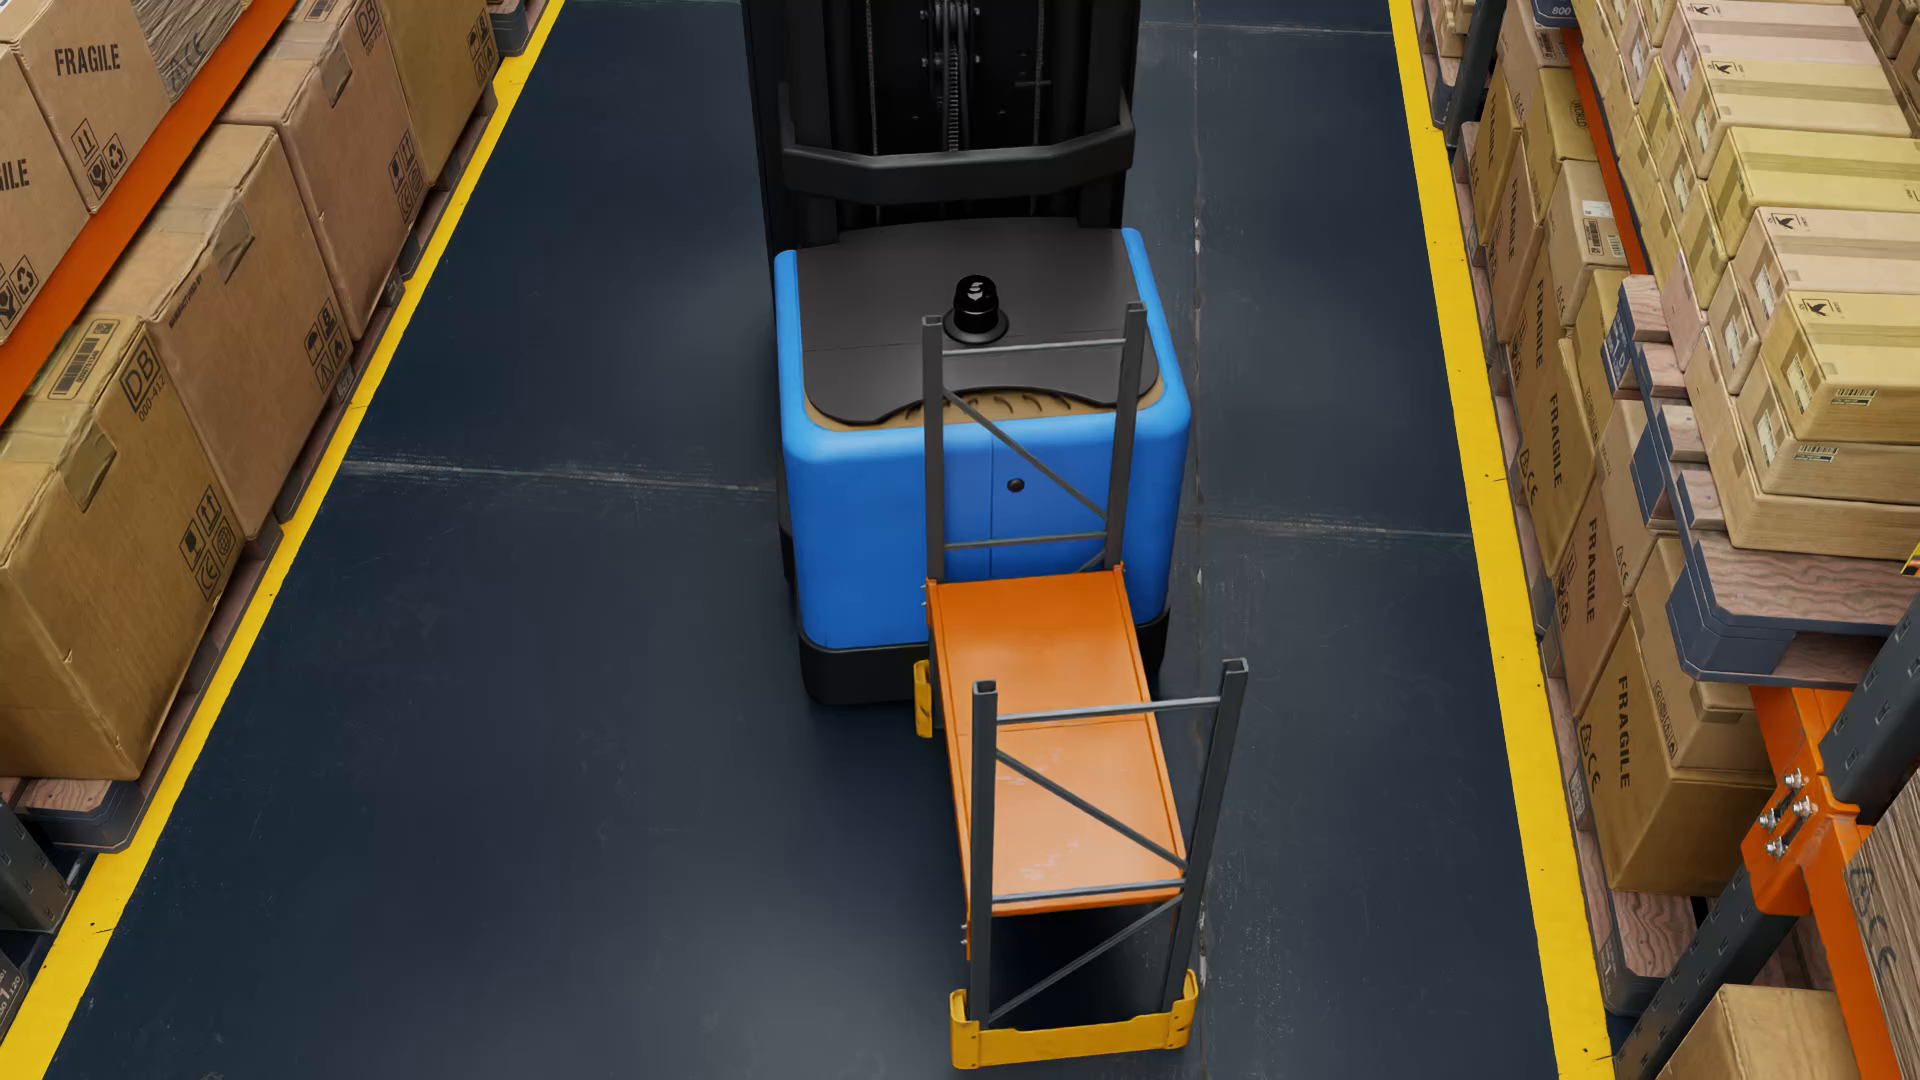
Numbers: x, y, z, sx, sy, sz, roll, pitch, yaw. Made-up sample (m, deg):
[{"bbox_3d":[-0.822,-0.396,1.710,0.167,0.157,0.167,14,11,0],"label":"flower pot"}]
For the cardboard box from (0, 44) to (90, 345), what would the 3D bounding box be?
[{"bbox_3d":[-2.477,-0.817,3.897,0.500,0.500,0.500,3,48,2],"label":"cardboard box"}]

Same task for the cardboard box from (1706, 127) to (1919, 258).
[{"bbox_3d":[1.730,-0.683,3.325,0.380,0.149,0.250,5,48,5],"label":"cardboard box"}]

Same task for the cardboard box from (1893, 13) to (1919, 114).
[{"bbox_3d":[2.453,-1.103,3.910,0.380,0.149,0.250,3,48,3],"label":"cardboard box"}]

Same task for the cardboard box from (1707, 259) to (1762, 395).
[{"bbox_3d":[1.707,-0.405,3.272,0.380,0.149,0.250,5,48,5],"label":"cardboard box"}]

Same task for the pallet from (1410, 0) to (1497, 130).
[{"bbox_3d":[2.483,-2.152,7.075,1.003,0.211,1.213,4,48,4],"label":"pallet"}]

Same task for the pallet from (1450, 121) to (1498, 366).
[{"bbox_3d":[2.388,-1.084,6.098,1.003,0.211,1.213,4,48,4],"label":"pallet"}]

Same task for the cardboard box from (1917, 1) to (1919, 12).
[{"bbox_3d":[2.446,-1.208,3.805,0.380,0.149,0.250,5,48,5],"label":"cardboard box"}]

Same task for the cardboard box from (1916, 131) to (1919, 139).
[{"bbox_3d":[2.428,-0.820,3.853,0.380,0.149,0.250,5,48,5],"label":"cardboard box"}]

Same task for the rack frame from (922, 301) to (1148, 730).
[{"bbox_3d":[0.166,0.005,4.229,0.500,1.500,0.032,-4,48,-4],"label":"rack frame"}]

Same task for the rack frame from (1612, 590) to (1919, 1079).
[{"bbox_3d":[2.093,0.342,2.904,1.000,3.000,0.127,4,48,4],"label":"rack frame"}]

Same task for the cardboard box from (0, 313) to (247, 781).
[{"bbox_3d":[-2.754,0.004,4.369,1.225,0.875,0.875,2,48,2],"label":"cardboard box"}]

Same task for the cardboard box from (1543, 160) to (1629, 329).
[{"bbox_3d":[2.030,-0.857,4.902,0.500,0.250,0.500,6,48,5],"label":"cardboard box"}]

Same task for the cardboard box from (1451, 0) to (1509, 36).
[{"bbox_3d":[2.170,-2.130,6.611,0.380,0.149,0.250,5,48,4],"label":"cardboard box"}]

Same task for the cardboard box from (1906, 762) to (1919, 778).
[{"bbox_3d":[2.397,0.301,3.844,0.500,0.250,0.500,2,48,2],"label":"cardboard box"}]

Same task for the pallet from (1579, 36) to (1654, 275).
[{"bbox_3d":[2.233,-1.051,4.308,1.003,0.211,1.213,4,48,4],"label":"pallet"}]

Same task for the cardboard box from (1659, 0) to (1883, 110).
[{"bbox_3d":[1.779,-1.057,3.666,0.380,0.149,0.250,4,48,4],"label":"cardboard box"}]

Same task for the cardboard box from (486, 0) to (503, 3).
[{"bbox_3d":[-2.333,-2.909,7.033,0.875,0.875,0.875,4,48,4],"label":"cardboard box"}]

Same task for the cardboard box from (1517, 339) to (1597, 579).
[{"bbox_3d":[1.976,-0.228,4.835,0.500,0.500,0.500,2,48,2],"label":"cardboard box"}]

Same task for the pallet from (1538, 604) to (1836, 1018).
[{"bbox_3d":[2.166,0.709,4.458,1.003,0.211,1.213,4,48,4],"label":"pallet"}]

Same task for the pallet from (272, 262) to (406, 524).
[{"bbox_3d":[-2.576,-0.593,5.649,1.003,0.211,1.213,4,48,4],"label":"pallet"}]

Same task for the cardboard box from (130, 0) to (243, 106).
[{"bbox_3d":[-2.386,-1.561,4.578,0.500,0.500,0.500,4,48,4],"label":"cardboard box"}]

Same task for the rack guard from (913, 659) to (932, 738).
[{"bbox_3d":[0.166,0.428,4.689,0.587,0.250,0.087,-4,48,-4],"label":"rack guard"}]

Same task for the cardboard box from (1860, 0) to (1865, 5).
[{"bbox_3d":[2.501,-1.480,4.255,0.380,0.149,0.250,4,48,4],"label":"cardboard box"}]

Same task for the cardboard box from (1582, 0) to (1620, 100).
[{"bbox_3d":[1.824,-1.251,4.247,0.380,0.149,0.250,2,48,2],"label":"cardboard box"}]

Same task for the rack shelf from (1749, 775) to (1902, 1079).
[{"bbox_3d":[1.911,2.055,1.826,1.077,0.370,4.000,4,48,4],"label":"rack shelf"}]

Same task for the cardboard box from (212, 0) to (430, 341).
[{"bbox_3d":[-2.592,-1.301,5.563,1.225,0.875,0.875,2,48,2],"label":"cardboard box"}]

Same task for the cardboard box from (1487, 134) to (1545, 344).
[{"bbox_3d":[2.080,-0.981,5.524,0.500,0.500,0.500,6,48,5],"label":"cardboard box"}]

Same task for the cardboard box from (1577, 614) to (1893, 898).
[{"bbox_3d":[1.893,0.543,4.130,0.500,0.500,0.500,4,48,3],"label":"cardboard box"}]

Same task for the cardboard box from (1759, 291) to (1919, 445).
[{"bbox_3d":[1.681,-0.307,2.980,0.380,0.149,0.250,2,48,2],"label":"cardboard box"}]

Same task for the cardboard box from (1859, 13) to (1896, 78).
[{"bbox_3d":[2.479,-1.196,4.196,0.380,0.149,0.250,2,48,2],"label":"cardboard box"}]

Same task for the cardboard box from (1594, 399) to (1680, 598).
[{"bbox_3d":[1.929,-0.101,4.211,0.500,0.250,0.500,4,48,4],"label":"cardboard box"}]

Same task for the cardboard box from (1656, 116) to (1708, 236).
[{"bbox_3d":[1.752,-0.782,3.617,0.380,0.149,0.250,4,48,4],"label":"cardboard box"}]

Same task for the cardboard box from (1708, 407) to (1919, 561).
[{"bbox_3d":[1.680,-0.108,3.202,0.380,0.149,0.250,5,48,4],"label":"cardboard box"}]

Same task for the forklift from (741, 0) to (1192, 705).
[{"bbox_3d":[-0.076,-1.615,4.741,1.130,2.935,3.031,-4,48,-4],"label":"forklift"}]

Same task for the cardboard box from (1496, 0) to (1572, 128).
[{"bbox_3d":[2.127,-1.623,5.603,0.500,0.250,0.500,2,48,2],"label":"cardboard box"}]

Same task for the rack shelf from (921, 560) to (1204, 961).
[{"bbox_3d":[0.219,0.499,4.021,0.538,0.185,1.000,-4,48,-4],"label":"rack shelf"}]

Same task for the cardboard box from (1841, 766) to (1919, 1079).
[{"bbox_3d":[1.783,0.620,2.582,0.500,0.500,0.500,4,48,4],"label":"cardboard box"}]

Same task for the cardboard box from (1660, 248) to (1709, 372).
[{"bbox_3d":[1.728,-0.480,3.542,0.380,0.149,0.250,5,48,4],"label":"cardboard box"}]

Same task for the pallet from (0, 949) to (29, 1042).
[{"bbox_3d":[-2.910,1.450,3.781,1.003,0.211,1.213,4,48,4],"label":"pallet"}]

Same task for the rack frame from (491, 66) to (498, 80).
[{"bbox_3d":[-2.473,-3.005,5.966,1.000,3.000,0.127,4,48,4],"label":"rack frame"}]

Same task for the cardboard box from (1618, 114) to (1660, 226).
[{"bbox_3d":[1.777,-0.860,3.890,0.380,0.149,0.250,2,48,2],"label":"cardboard box"}]

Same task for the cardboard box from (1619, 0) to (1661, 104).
[{"bbox_3d":[1.800,-1.157,3.959,0.380,0.149,0.250,5,48,5],"label":"cardboard box"}]

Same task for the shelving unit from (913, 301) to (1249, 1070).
[{"bbox_3d":[0.218,0.371,3.894,0.587,1.500,1.083,-4,48,-4],"label":"shelving unit"}]
